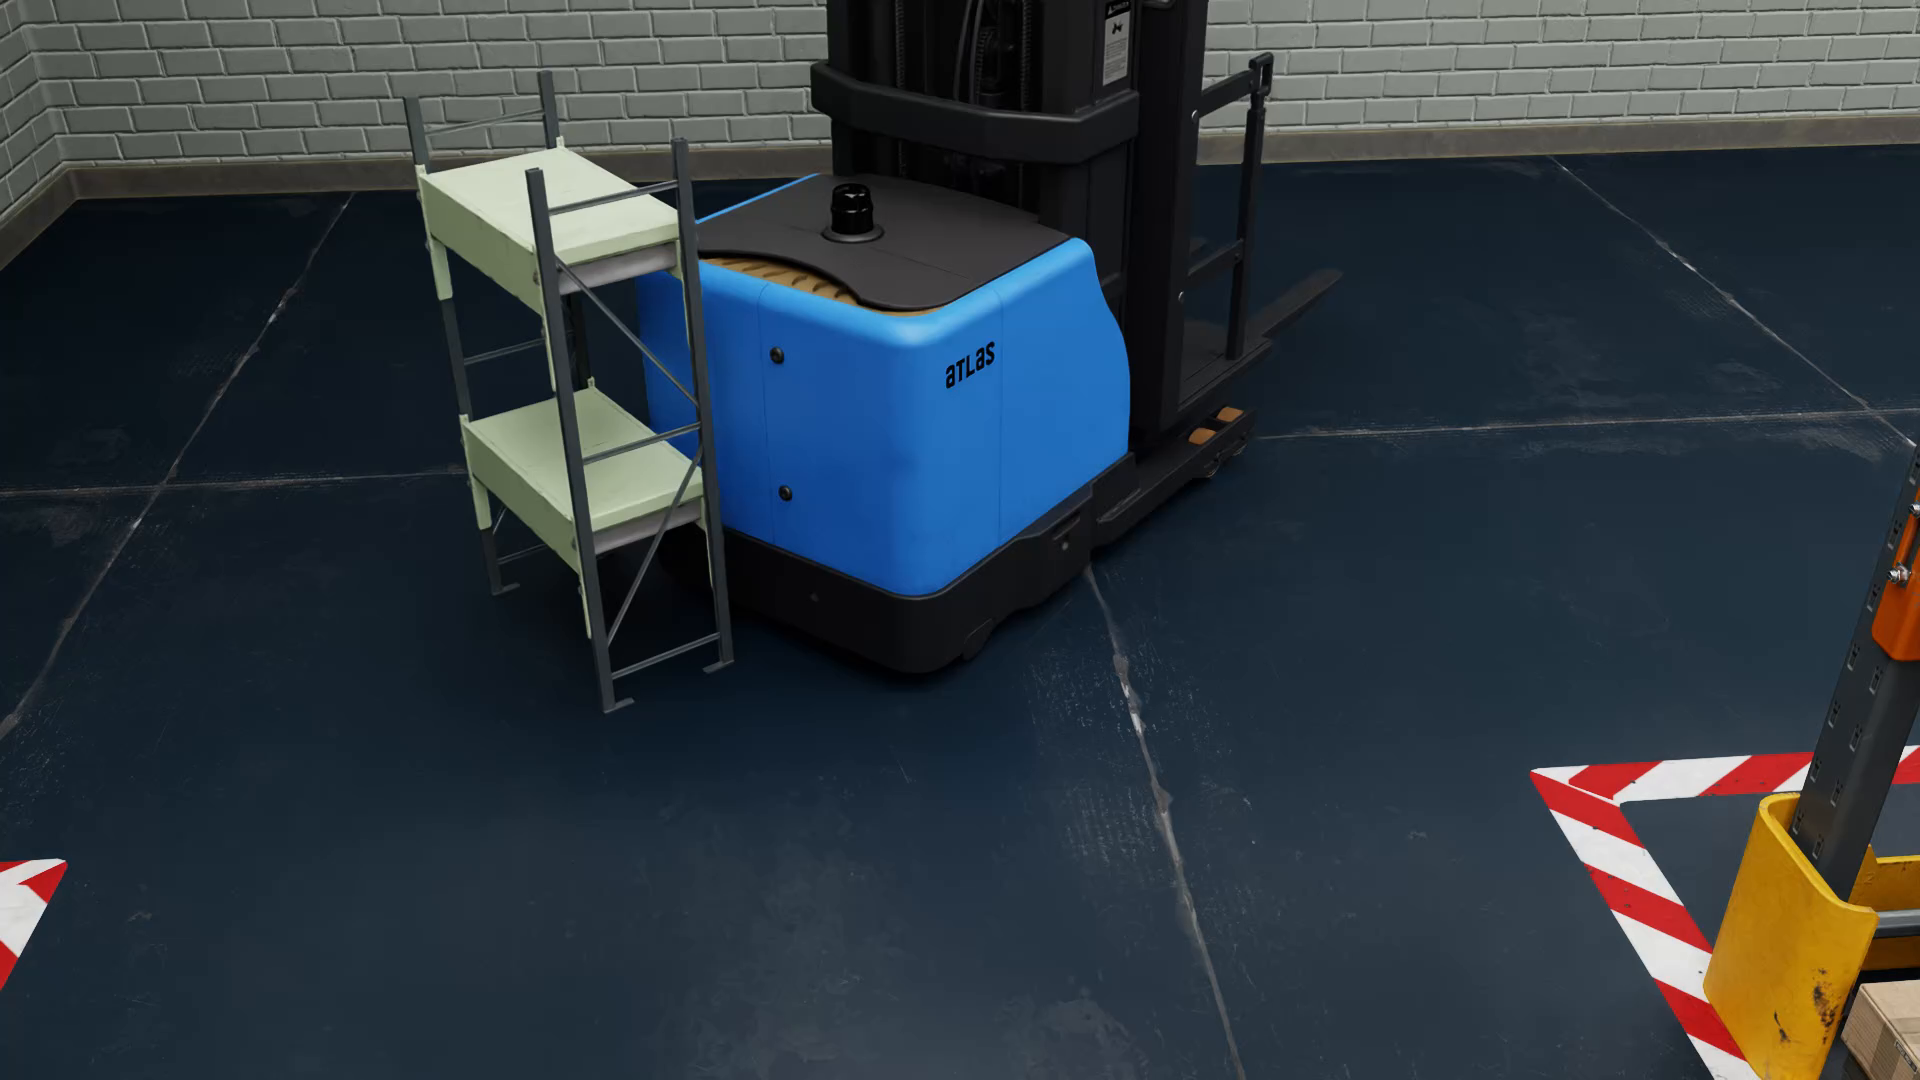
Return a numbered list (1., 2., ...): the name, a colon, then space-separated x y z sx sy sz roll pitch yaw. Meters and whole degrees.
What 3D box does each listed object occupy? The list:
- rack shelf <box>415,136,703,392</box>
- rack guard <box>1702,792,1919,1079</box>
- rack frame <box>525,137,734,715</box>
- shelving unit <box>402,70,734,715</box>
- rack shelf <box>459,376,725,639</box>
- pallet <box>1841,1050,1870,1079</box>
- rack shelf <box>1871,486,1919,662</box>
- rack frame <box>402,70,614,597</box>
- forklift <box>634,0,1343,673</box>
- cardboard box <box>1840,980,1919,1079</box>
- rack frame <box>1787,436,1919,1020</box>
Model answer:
1. rack shelf: -1.024 -0.724 4.236 0.431 0.370 0.720 -21 37 -31
2. rack guard: 2.206 0.798 3.426 1.175 0.500 0.348 -3 31 -5
3. rack frame: -0.802 -0.239 4.186 0.400 1.500 0.023 -21 37 -31
4. shelving unit: -1.023 -0.389 4.437 0.431 1.500 0.755 -21 37 -31
5. rack shelf: -1.022 -0.109 4.605 0.431 0.370 0.720 -21 37 -31
6. pallet: 2.282 1.329 2.819 1.003 0.211 1.213 -3 31 -5
7. rack shelf: 2.386 1.016 1.325 1.077 0.370 4.000 -3 31 -5
8. rack frame: -1.243 -0.539 4.688 0.400 1.500 0.023 -21 37 -31
9. forklift: 0.364 -1.600 5.070 1.130 2.935 3.031 20 36 30
10. cardboard box: 1.896 0.951 3.083 0.380 0.149 0.250 -3 31 -5
11. rack frame: 2.199 -0.314 2.850 1.000 3.000 0.127 -3 31 -5
